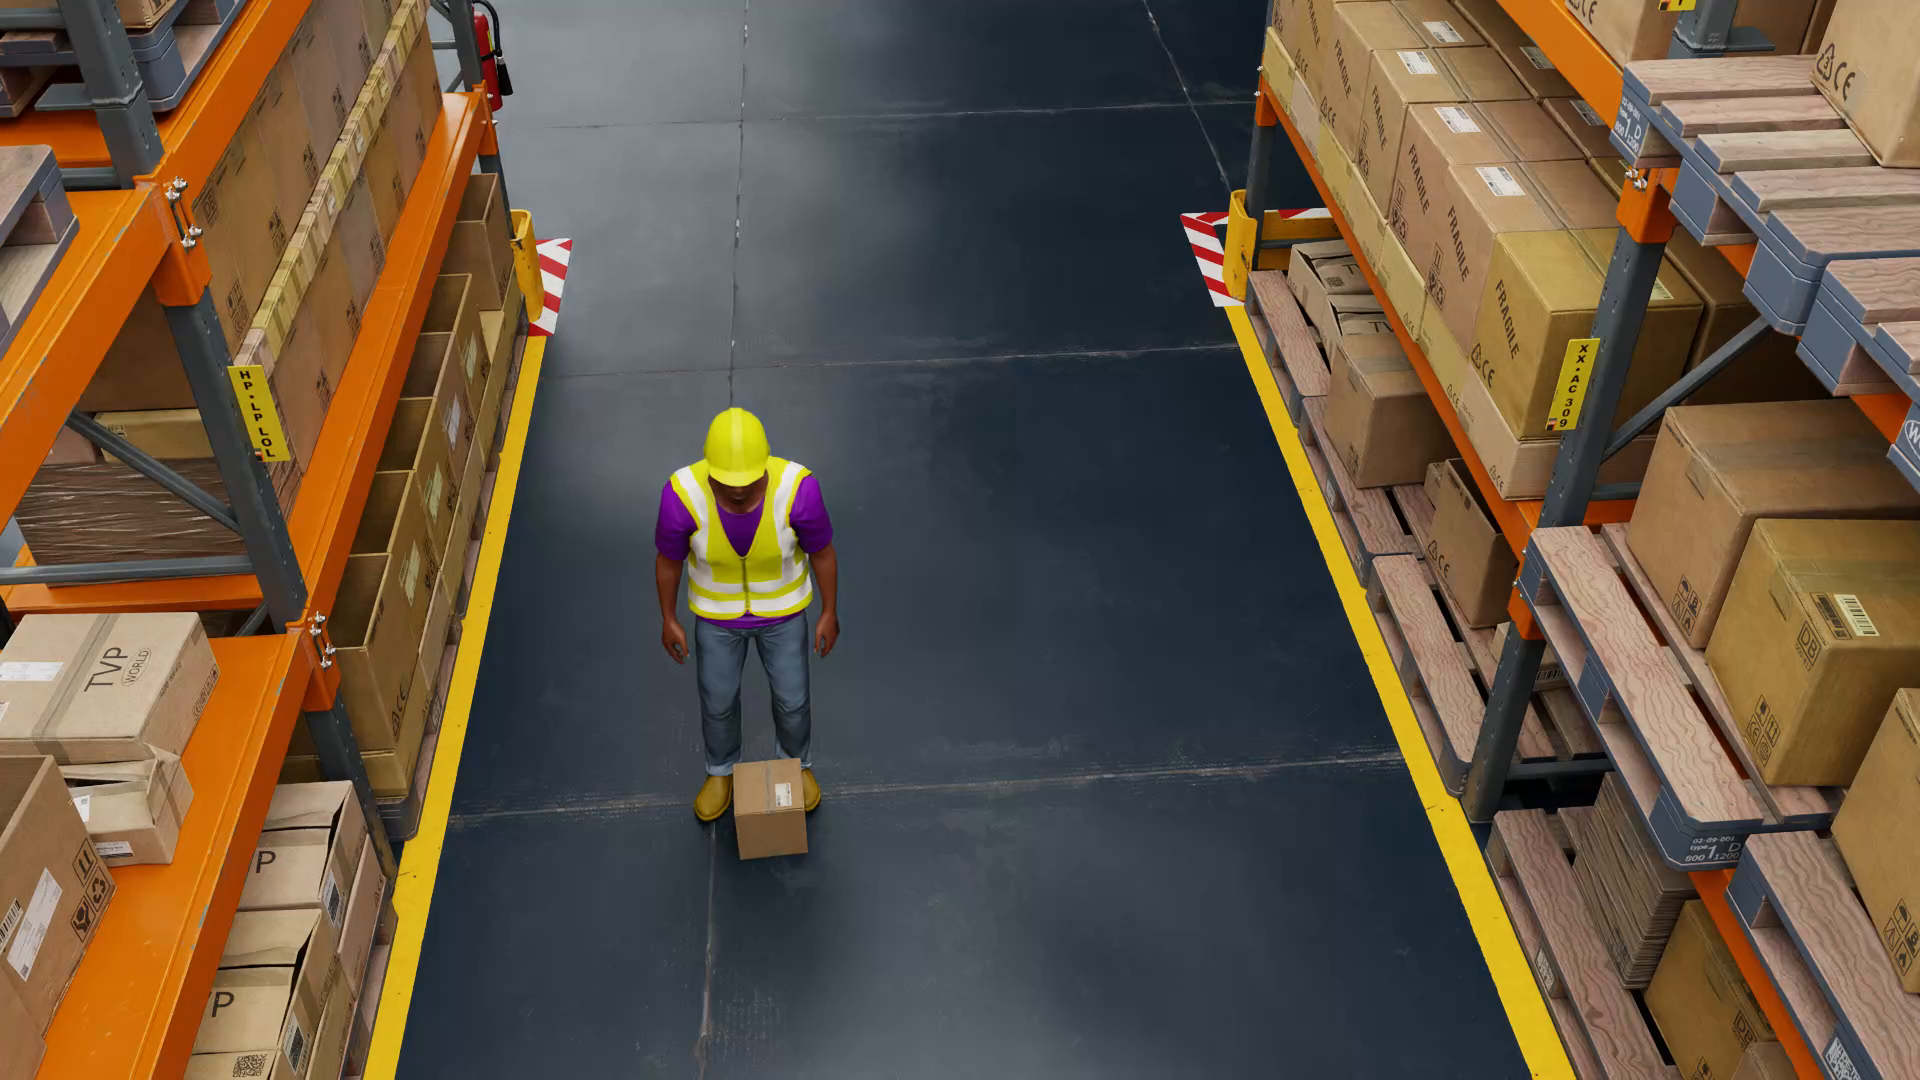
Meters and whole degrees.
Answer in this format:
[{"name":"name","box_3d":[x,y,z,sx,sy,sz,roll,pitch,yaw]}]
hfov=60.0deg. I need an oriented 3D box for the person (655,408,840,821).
[{"name":"person","box_3d":[-0.735,0.261,5.818,0.627,1.758,0.456,-3,39,-4]}]
